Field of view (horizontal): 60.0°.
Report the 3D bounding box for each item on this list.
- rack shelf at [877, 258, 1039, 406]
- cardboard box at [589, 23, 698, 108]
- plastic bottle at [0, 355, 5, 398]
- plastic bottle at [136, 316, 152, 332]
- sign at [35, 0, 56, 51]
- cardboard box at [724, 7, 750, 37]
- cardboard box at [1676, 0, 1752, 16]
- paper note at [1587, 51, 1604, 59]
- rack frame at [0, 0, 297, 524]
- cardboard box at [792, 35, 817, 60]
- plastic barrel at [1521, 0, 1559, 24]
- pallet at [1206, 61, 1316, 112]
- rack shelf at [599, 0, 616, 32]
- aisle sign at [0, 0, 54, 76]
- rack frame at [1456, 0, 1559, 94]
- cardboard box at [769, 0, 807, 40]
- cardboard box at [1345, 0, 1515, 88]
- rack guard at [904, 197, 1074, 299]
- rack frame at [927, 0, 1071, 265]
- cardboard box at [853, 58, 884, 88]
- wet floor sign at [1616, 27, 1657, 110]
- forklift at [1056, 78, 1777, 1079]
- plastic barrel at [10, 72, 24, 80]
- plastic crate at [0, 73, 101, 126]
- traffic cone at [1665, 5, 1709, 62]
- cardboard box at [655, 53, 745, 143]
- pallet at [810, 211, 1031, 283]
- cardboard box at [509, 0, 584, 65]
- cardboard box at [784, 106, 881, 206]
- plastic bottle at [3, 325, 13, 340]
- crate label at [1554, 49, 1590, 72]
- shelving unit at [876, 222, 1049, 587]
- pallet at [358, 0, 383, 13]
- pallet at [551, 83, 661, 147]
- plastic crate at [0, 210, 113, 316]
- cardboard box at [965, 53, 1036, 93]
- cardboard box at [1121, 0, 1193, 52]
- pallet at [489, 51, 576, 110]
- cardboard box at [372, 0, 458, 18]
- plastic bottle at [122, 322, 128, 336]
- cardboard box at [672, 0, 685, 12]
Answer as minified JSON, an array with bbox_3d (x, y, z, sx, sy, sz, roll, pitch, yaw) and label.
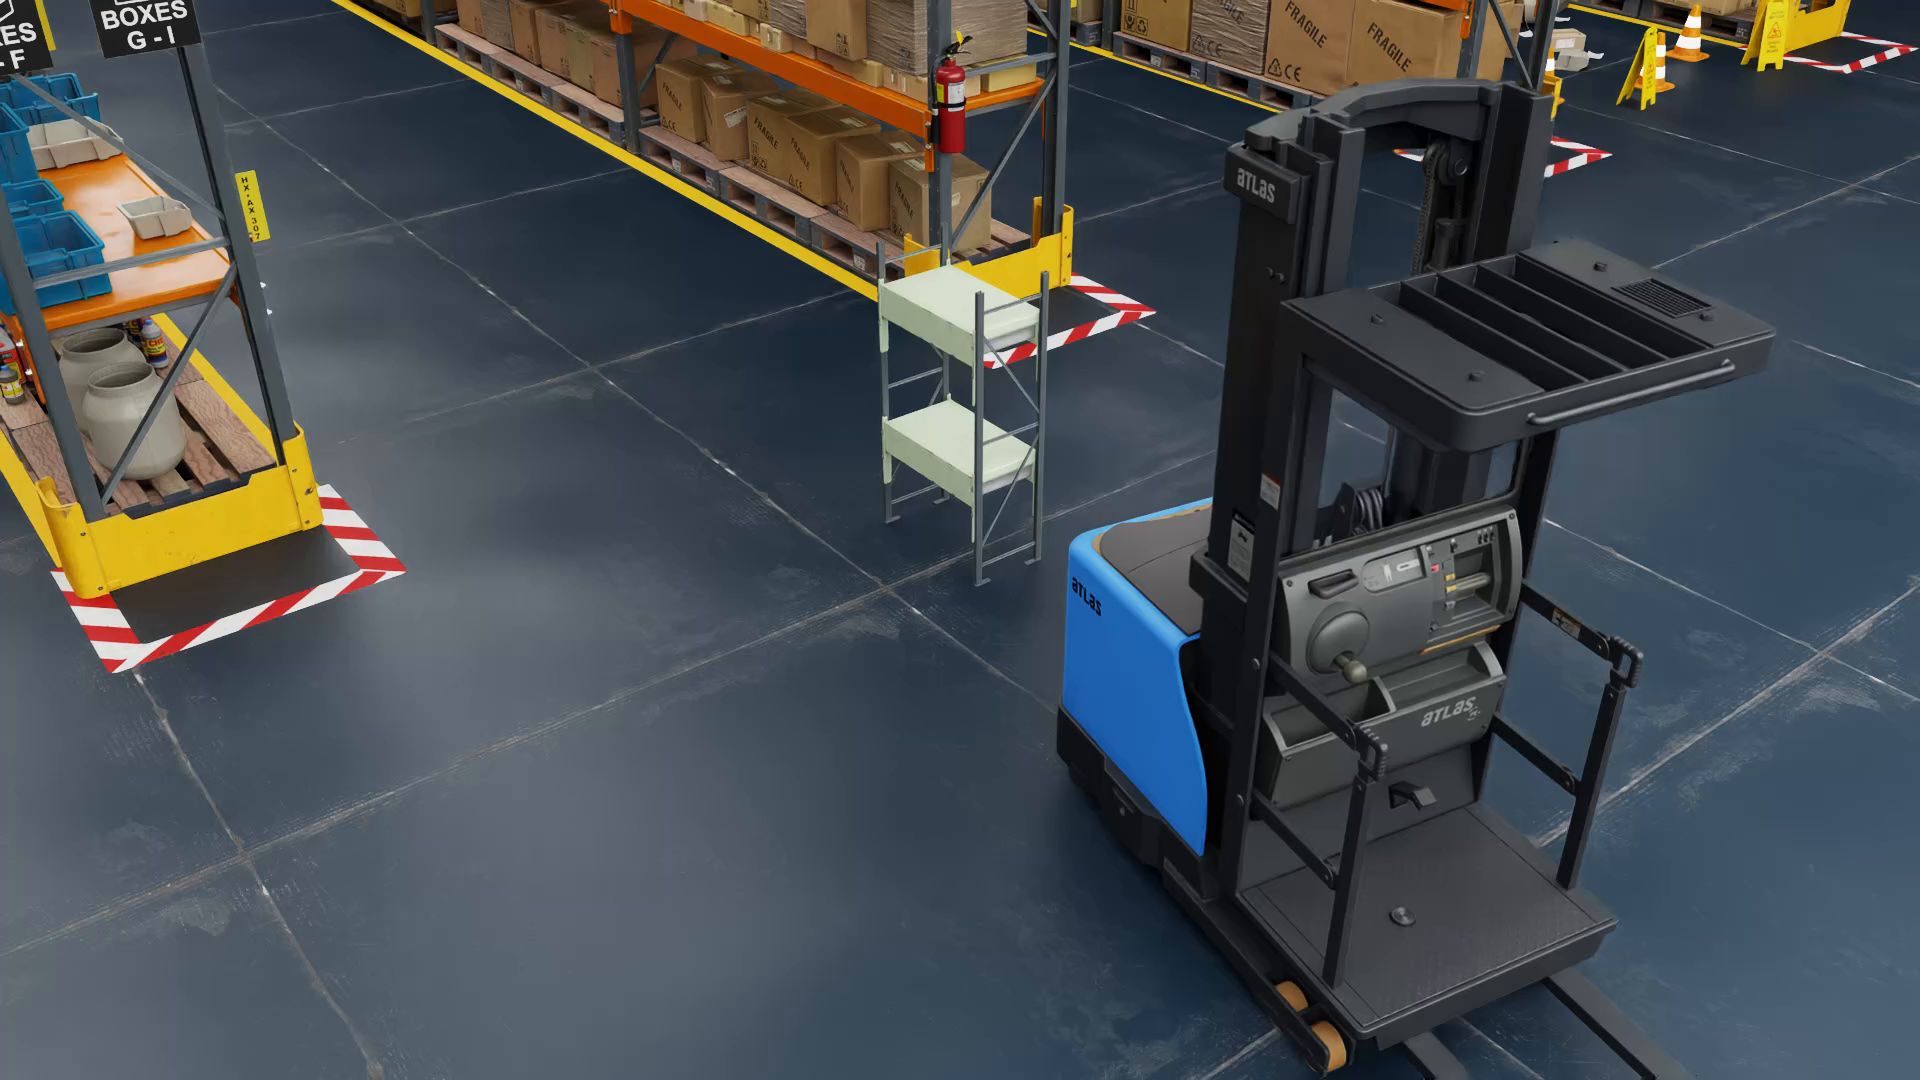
[{"bbox_3d":[0.004,-0.966,7.644,0.431,0.370,0.720,-22,38,-31],"label":"rack shelf"},{"bbox_3d":[-2.573,-3.884,13.613,0.700,0.500,0.500,-26,40,-35],"label":"cardboard box"},{"bbox_3d":[-5.232,-0.926,9.056,0.061,0.283,0.133,-21,38,-30],"label":"plastic bottle"},{"bbox_3d":[-4.663,-1.217,9.523,0.061,0.283,0.133,-22,38,-31],"label":"plastic bottle"},{"bbox_3d":[-5.685,-3.185,10.273,0.100,0.325,0.005,-22,38,-31],"label":"sign"},{"bbox_3d":[-1.389,-3.582,11.412,0.380,0.149,0.250,-22,38,-31],"label":"cardboard box"},{"bbox_3d":[7.344,-5.306,16.158,0.500,0.250,0.500,-22,38,-32],"label":"cardboard box"},{"bbox_3d":[5.915,-4.524,15.506,0.142,0.019,0.148,18,36,27],"label":"paper note"},{"bbox_3d":[-3.673,-1.227,7.382,1.000,3.000,0.127,-22,38,-31],"label":"rack frame"},{"bbox_3d":[-0.878,-3.290,10.943,0.380,0.149,0.250,-22,38,-31],"label":"cardboard box"},{"bbox_3d":[5.605,-5.312,16.402,0.512,0.421,0.421,1,32,2],"label":"plastic barrel"},{"bbox_3d":[2.923,-4.023,14.528,1.003,0.211,1.213,-22,38,-31],"label":"pallet"},{"bbox_3d":[-3.440,-5.024,14.179,1.077,0.370,4.000,-22,38,-31],"label":"rack shelf"},{"bbox_3d":[-3.864,-2.205,6.494,0.394,0.787,0.004,-22,38,-31],"label":"aisle sign"},{"bbox_3d":[4.219,-4.392,12.478,1.000,3.000,0.127,-22,38,-31],"label":"rack frame"},{"bbox_3d":[-0.750,-3.628,10.872,0.875,0.500,0.500,-22,38,-31],"label":"cardboard box"},{"bbox_3d":[3.751,-3.929,13.349,0.875,0.875,0.875,-22,38,-31],"label":"cardboard box"},{"bbox_3d":[0.192,-1.799,10.673,1.175,0.500,0.348,-22,38,-31],"label":"rack guard"},{"bbox_3d":[0.239,-2.829,9.963,1.000,3.000,0.127,-22,38,-31],"label":"rack frame"},{"bbox_3d":[-0.446,-2.967,10.422,0.380,0.149,0.250,-22,38,-31],"label":"cardboard box"},{"bbox_3d":[5.801,-4.020,14.112,0.232,0.644,0.267,26,40,35],"label":"wet floor sign"},{"bbox_3d":[1.505,0.228,5.105,1.130,2.935,3.031,-15,35,-23],"label":"forklift"},{"bbox_3d":[-6.124,-3.366,10.351,0.600,0.901,0.708,-22,38,-31],"label":"plastic barrel"},{"bbox_3d":[-5.233,-2.457,9.505,0.499,0.251,0.616,-22,38,-31],"label":"plastic crate"},{"bbox_3d":[6.784,-4.720,15.411,0.336,0.463,0.334,-22,38,-31],"label":"traffic cone"},{"bbox_3d":[-2.000,-3.433,12.906,0.500,0.500,0.500,-24,39,-33],"label":"cardboard box"},{"bbox_3d":[-0.278,-2.027,11.313,1.003,0.211,1.213,-22,38,-31],"label":"pallet"},{"bbox_3d":[-3.537,-4.555,14.693,0.700,0.500,0.500,-19,37,-28],"label":"cardboard box"},{"bbox_3d":[-0.893,-2.717,11.752,0.500,0.500,0.500,-19,36,-27],"label":"cardboard box"},{"bbox_3d":[-5.400,-1.145,9.487,0.097,0.201,0.097,0,32,0],"label":"plastic bottle"},{"bbox_3d":[5.585,-4.388,15.186,0.298,0.136,0.250,12,34,19],"label":"crate label"},{"bbox_3d":[0.004,-0.634,7.850,0.431,1.500,0.755,-22,38,-31],"label":"shelving unit"},{"bbox_3d":[-5.835,-5.840,17.453,1.003,0.211,1.213,-22,38,-31],"label":"pallet"},{"bbox_3d":[-2.692,-3.636,13.904,1.003,0.211,1.213,-22,38,-31],"label":"pallet"},{"bbox_3d":[-4.217,-1.276,7.602,0.499,0.251,0.616,-22,38,-31],"label":"plastic crate"},{"bbox_3d":[0.253,-2.919,10.344,0.380,0.149,0.250,-22,38,-31],"label":"cardboard box"},{"bbox_3d":[2.097,-5.050,15.154,0.875,0.875,0.875,-22,38,-31],"label":"cardboard box"},{"bbox_3d":[-3.445,-4.145,14.723,1.003,0.211,1.213,-22,38,-31],"label":"pallet"},{"bbox_3d":[-5.073,-5.734,16.254,1.225,0.875,0.875,-24,39,-33],"label":"cardboard box"},{"bbox_3d":[-4.871,-1.307,9.747,0.097,0.201,0.097,0,32,0],"label":"plastic bottle"},{"bbox_3d":[-1.841,-3.898,11.921,0.380,0.149,0.250,-22,38,-31],"label":"cardboard box"}]
